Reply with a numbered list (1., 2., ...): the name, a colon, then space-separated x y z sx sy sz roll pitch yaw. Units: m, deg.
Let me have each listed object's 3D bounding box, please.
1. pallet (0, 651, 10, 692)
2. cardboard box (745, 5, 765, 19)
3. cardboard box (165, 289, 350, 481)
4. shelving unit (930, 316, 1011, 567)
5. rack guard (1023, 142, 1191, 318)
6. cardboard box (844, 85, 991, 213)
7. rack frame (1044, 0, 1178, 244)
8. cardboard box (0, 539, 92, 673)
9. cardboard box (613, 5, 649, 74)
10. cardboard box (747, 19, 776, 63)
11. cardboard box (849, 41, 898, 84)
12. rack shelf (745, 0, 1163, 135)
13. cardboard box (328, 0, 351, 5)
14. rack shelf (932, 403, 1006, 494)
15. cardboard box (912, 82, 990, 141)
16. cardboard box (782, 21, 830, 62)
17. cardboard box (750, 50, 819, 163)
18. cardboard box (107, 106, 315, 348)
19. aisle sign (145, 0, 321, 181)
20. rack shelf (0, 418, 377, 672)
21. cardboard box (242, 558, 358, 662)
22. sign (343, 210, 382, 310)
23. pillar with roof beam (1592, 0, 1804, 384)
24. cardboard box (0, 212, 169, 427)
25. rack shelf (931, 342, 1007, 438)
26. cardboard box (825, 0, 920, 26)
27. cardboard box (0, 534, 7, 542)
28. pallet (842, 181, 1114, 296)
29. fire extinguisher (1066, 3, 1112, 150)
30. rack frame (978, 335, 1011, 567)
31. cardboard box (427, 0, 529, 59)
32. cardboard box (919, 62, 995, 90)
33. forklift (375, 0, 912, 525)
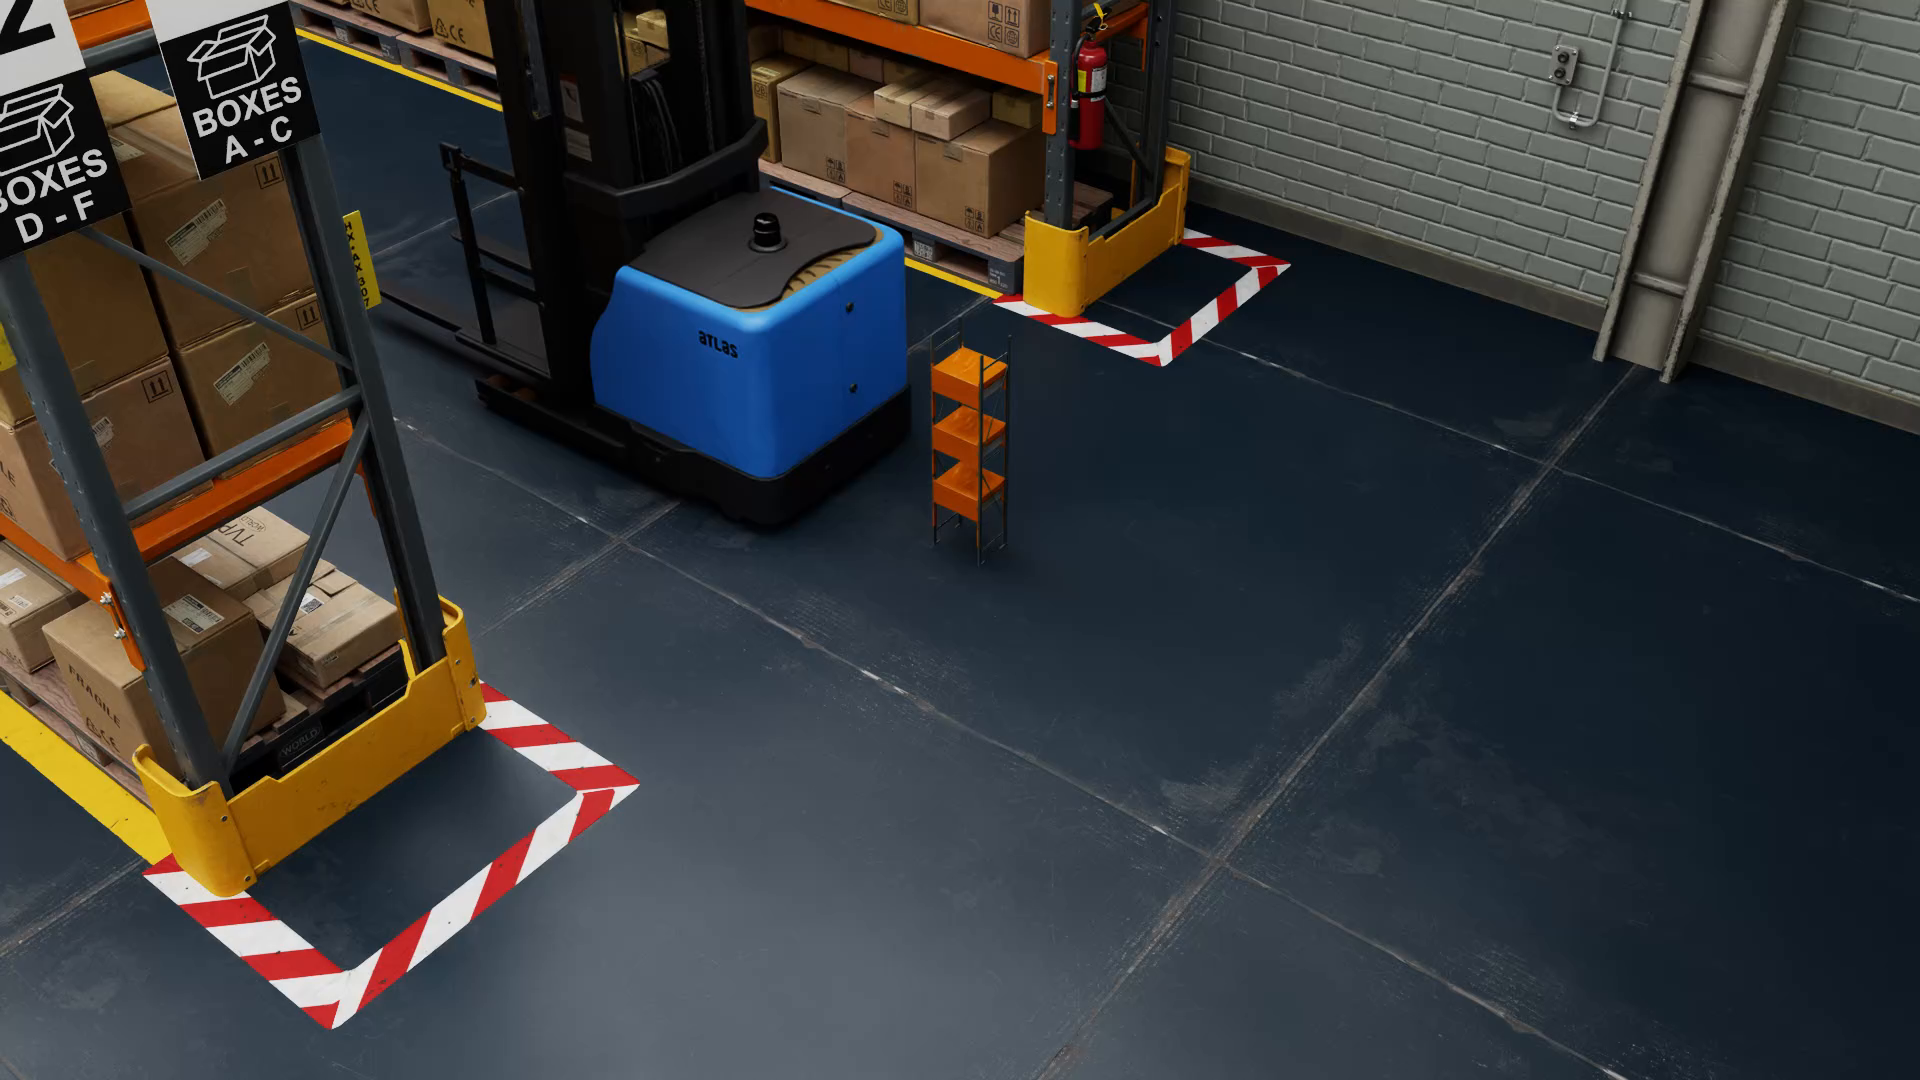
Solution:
1. pallet: -3.883 0.051 7.014 1.213 0.211 1.003 25 45 29
2. cardboard box: -1.228 -3.152 10.003 0.250 0.149 0.380 24 44 27
3. cardboard box: -2.416 -0.598 5.500 0.500 0.500 0.500 26 45 29
4. shelving unit: 0.043 -0.393 6.901 0.252 1.050 0.215 25 45 29
5. rack guard: 0.802 -1.697 9.012 0.348 0.500 1.175 25 45 29
6. cardboard box: -0.232 -2.272 9.406 0.500 0.500 0.700 25 45 28
7. rack frame: 0.782 -2.691 8.253 0.127 3.000 1.000 25 45 29
8. cardboard box: -3.542 0.192 6.445 0.500 0.250 0.500 25 45 29
9. cardboard box: -1.863 -3.040 10.386 0.500 0.500 0.700 26 45 29
10. cardboard box: -1.287 -2.882 9.659 0.250 0.149 0.380 24 44 27
11. cardboard box: -0.417 -2.770 9.515 0.250 0.149 0.380 26 45 29
12. rack shelf: -0.806 -3.156 9.432 4.000 0.370 1.077 25 45 29
13. cardboard box: -4.376 -4.335 11.757 0.750 0.750 0.750 25 44 28
14. rack shelf: 0.043 -0.385 6.907 0.240 0.259 0.215 25 45 29
15. cardboard box: -0.047 -2.299 8.914 0.250 0.149 0.380 25 44 28
16. cardboard box: -0.822 -2.960 9.759 0.250 0.149 0.380 24 44 28
17. cardboard box: -1.060 -2.656 9.897 0.500 0.500 0.700 26 45 30
18. cardboard box: -2.416 -0.992 5.192 0.500 0.500 0.500 27 45 30
19. aisle sign: -1.991 -1.405 4.503 0.004 0.787 0.394 25 45 29
20. rack shelf: -3.813 -0.729 6.332 4.000 0.370 1.077 25 45 29
21. cardboard box: -2.546 0.260 6.426 0.250 0.166 0.380 25 45 29
22. sign: -1.894 -0.870 5.226 0.005 0.325 0.100 25 45 29
23. pillar with roof beam: 0.837 -2.357 2.961 0.400 9.000 9.100 25 45 29
24. cardboard box: -2.745 -0.729 4.855 0.500 0.500 0.500 25 44 28
25. rack shelf: 0.043 -0.608 6.732 0.240 0.259 0.215 25 45 29
26. cardboard box: -0.213 -3.262 8.740 0.700 0.700 0.980 25 44 28
27. cardboard box: -3.906 -0.251 6.805 0.637 0.503 0.797 25 45 29
28. pallet: 0.100 -1.854 9.447 1.213 0.211 1.003 25 45 29
29. fire extinguisher: 0.622 -2.231 8.031 0.183 0.674 0.296 25 45 29
30. rack frame: 0.139 -0.348 6.842 0.008 1.050 0.200 25 45 29
31. cardboard box: -2.990 -3.687 10.930 0.750 0.750 0.750 26 45 29
32. cardboard box: -0.016 -2.581 9.274 0.250 0.149 0.380 25 45 29
33. forklift: -1.714 -1.952 7.365 3.031 2.935 1.130 24 44 28
